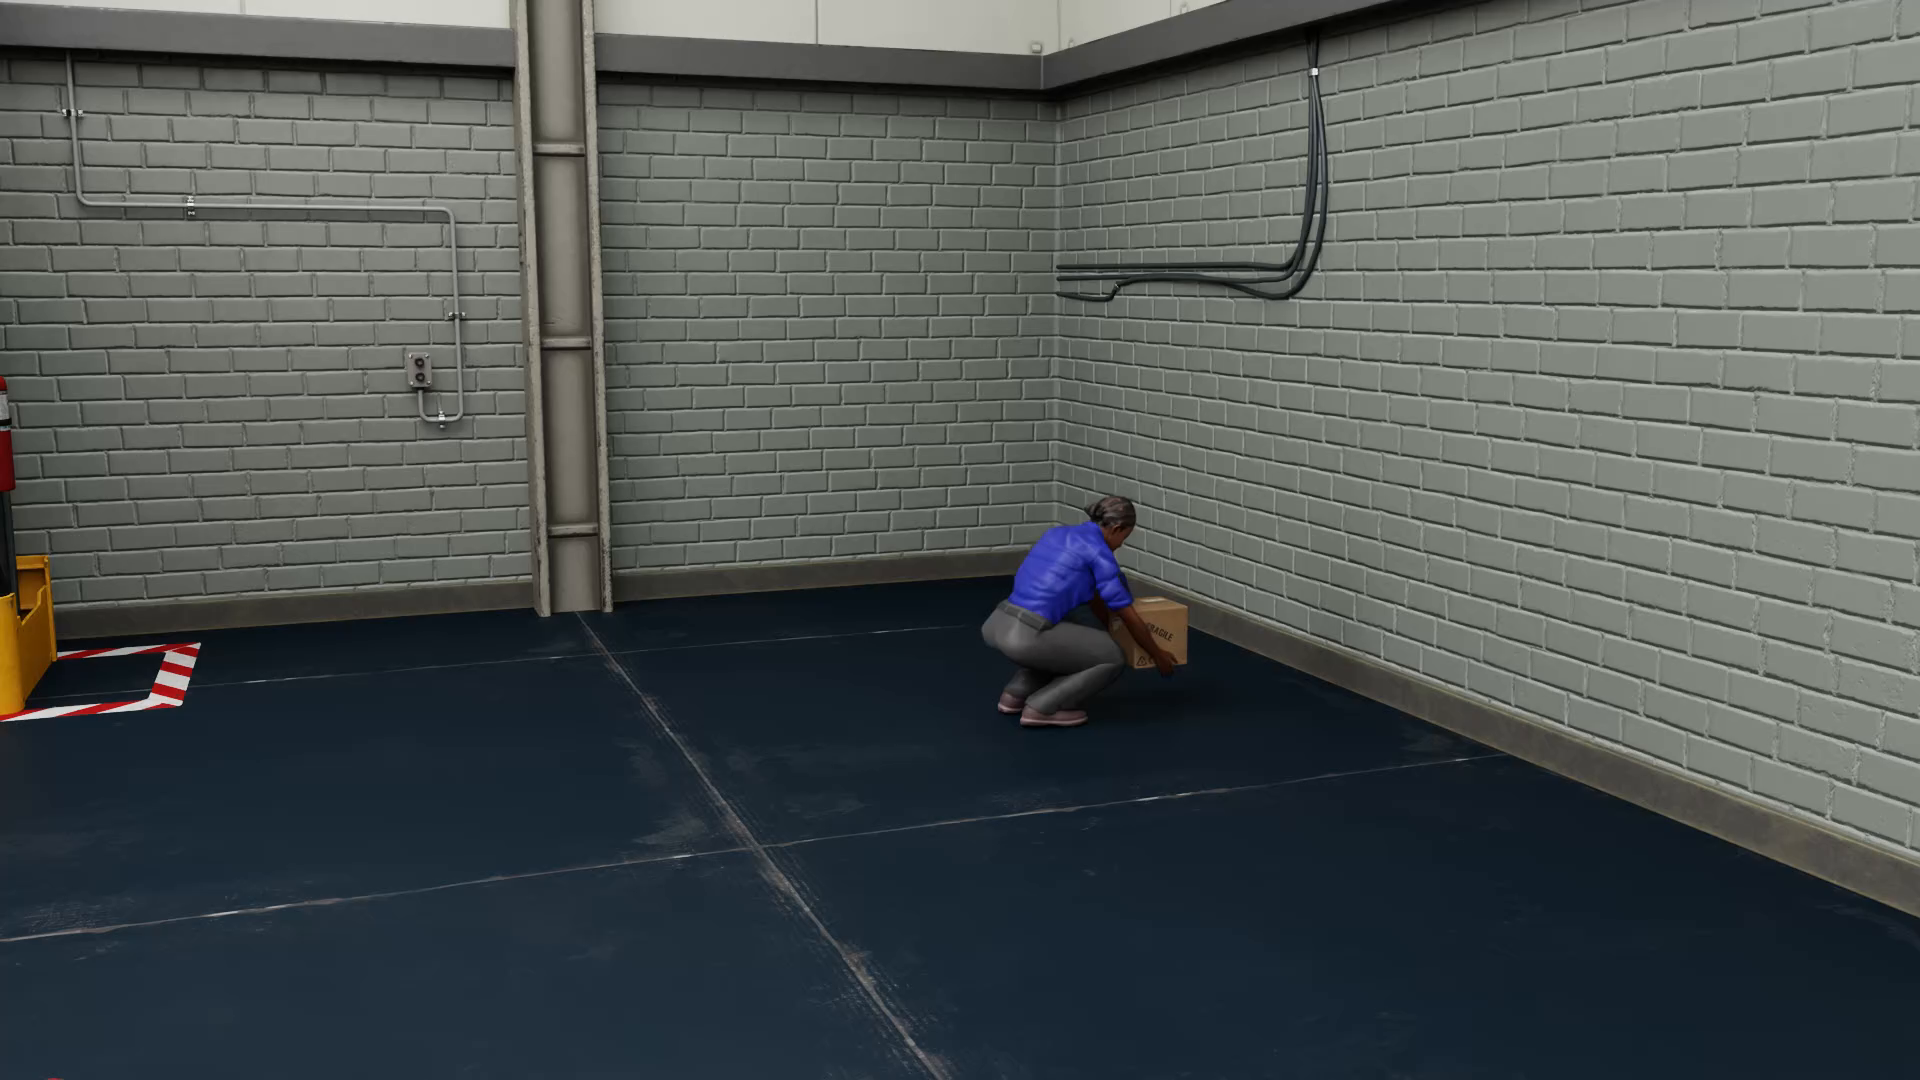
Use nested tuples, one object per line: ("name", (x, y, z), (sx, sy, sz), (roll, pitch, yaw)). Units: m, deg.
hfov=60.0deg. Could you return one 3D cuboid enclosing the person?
("person", (0.494, 0.288, 6.959), (0.826, 0.925, 0.489), (-4, 10, -21))
